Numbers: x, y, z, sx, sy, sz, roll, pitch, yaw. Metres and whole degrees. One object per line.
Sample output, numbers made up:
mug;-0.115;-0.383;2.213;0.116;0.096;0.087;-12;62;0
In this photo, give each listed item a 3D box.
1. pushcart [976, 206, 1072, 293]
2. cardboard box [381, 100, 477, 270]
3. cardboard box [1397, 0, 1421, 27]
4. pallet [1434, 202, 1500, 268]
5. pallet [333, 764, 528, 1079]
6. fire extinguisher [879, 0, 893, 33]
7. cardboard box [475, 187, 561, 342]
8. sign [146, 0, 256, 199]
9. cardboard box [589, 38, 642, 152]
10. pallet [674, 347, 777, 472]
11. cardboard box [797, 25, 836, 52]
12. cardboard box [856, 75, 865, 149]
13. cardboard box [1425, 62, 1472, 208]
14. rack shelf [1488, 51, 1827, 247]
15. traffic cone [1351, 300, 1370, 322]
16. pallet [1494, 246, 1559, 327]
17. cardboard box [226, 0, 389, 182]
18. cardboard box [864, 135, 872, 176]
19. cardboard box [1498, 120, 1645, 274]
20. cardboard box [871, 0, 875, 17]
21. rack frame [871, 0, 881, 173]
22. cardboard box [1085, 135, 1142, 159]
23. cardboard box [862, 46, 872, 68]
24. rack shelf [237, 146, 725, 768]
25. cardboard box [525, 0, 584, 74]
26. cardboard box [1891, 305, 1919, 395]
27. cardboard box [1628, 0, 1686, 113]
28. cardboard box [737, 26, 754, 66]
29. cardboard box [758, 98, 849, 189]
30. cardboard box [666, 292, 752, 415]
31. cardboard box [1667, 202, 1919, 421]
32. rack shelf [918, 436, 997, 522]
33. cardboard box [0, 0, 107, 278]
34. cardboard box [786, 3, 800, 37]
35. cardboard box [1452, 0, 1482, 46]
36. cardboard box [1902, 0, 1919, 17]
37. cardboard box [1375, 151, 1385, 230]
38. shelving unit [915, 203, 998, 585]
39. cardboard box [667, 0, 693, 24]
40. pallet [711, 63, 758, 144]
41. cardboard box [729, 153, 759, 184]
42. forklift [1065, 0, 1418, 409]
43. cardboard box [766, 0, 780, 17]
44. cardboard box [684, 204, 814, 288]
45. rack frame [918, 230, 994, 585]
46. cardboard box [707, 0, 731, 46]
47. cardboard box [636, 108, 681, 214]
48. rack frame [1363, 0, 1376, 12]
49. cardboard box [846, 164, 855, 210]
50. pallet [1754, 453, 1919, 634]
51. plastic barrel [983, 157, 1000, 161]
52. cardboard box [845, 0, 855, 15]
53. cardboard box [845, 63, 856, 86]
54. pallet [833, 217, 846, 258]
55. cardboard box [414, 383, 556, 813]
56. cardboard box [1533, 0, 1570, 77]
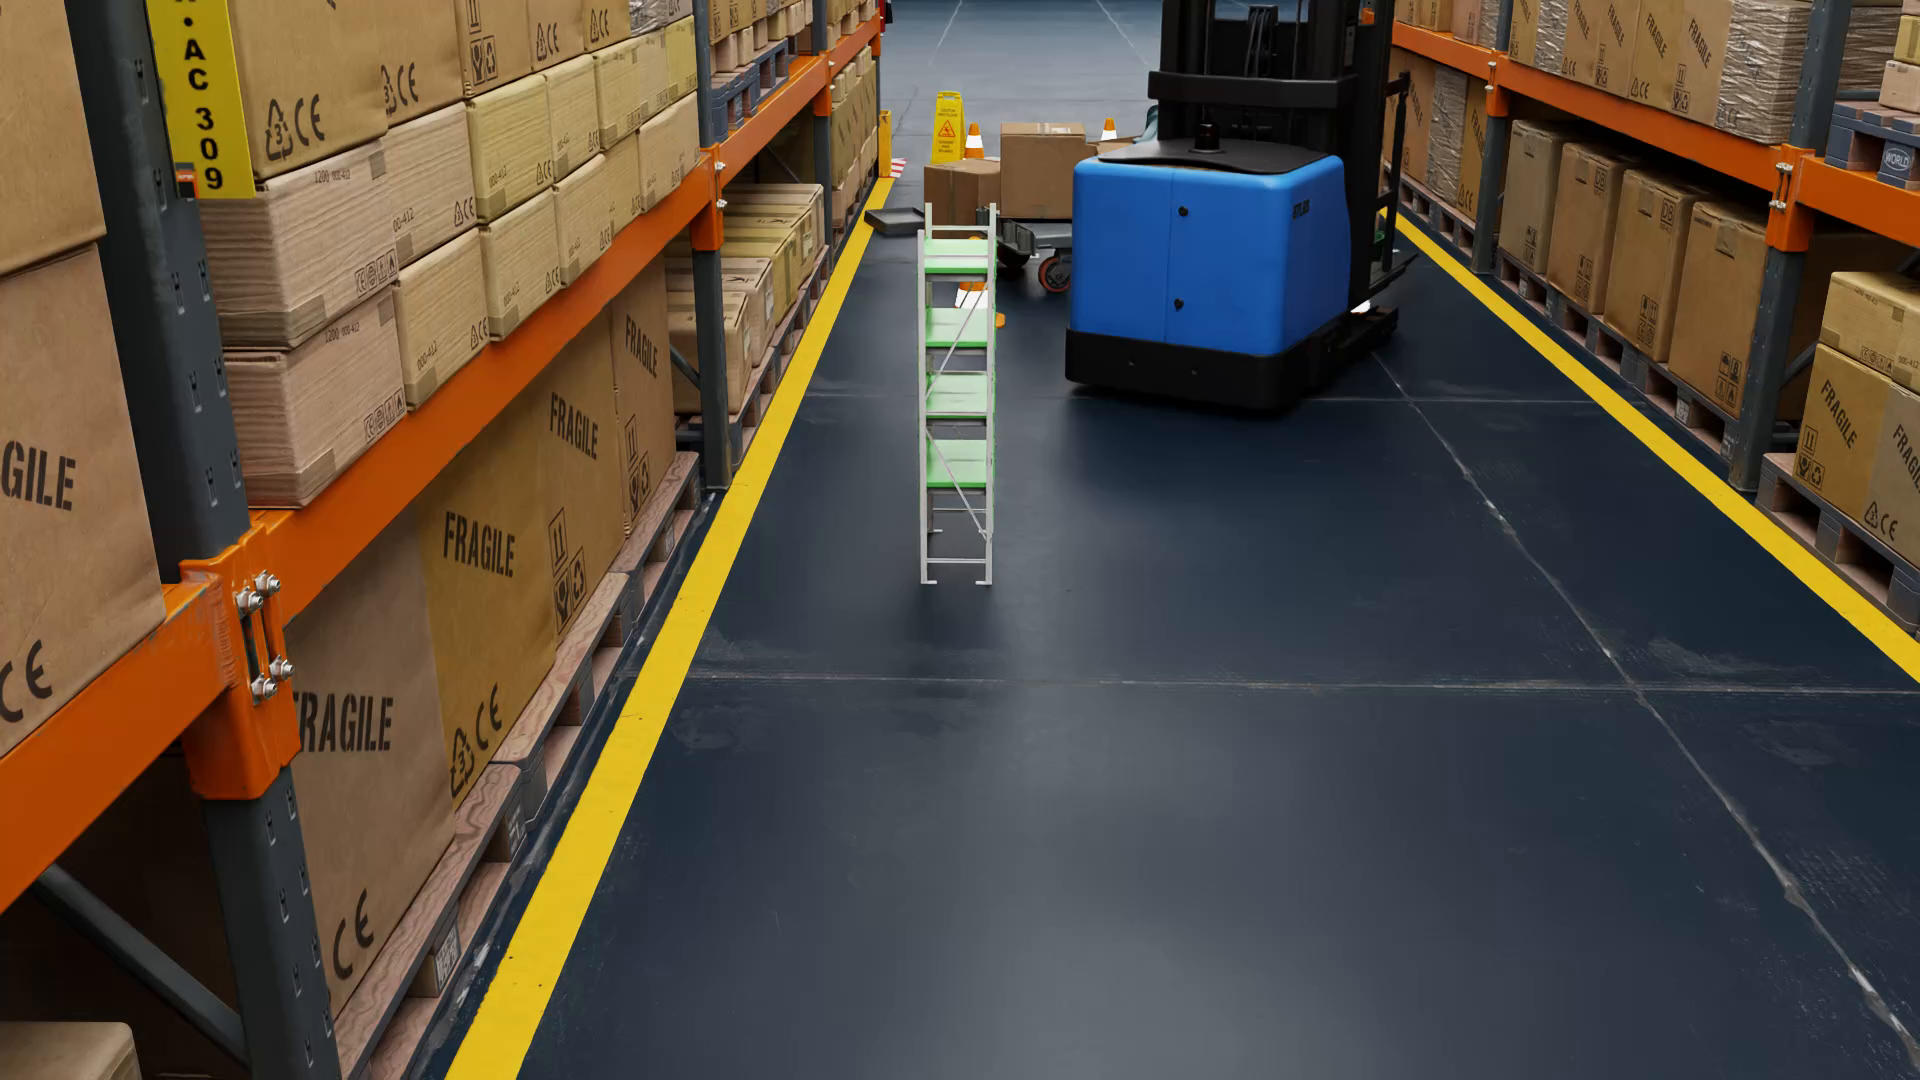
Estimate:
pushcart;0.995;-1.829;10.220;1.648;0.377;0.936;-7;22;-17
cardboard box;-1.246;-0.674;3.134;0.500;0.250;0.500;1;21;2
cardboard box;3.684;-4.022;12.040;0.875;0.550;0.550;1;21;2
pallet;3.767;-2.014;10.929;1.003;0.211;1.213;1;21;2
pallet;-1.581;0.855;3.535;1.003;0.211;1.213;1;21;2
fire extinguisher;-0.700;-4.505;13.599;0.296;0.674;0.183;1;21;2
cardboard box;-1.206;-0.624;3.698;0.500;0.250;0.500;0;21;1
sign;-0.974;-0.601;2.124;0.100;0.325;0.005;1;21;2
cardboard box;-1.175;-1.226;4.559;0.500;0.250;0.500;0;21;0
pallet;-1.382;-0.594;7.269;1.003;0.211;1.213;1;21;2
cardboard box;-0.955;-3.051;10.094;0.380;0.149;0.250;1;21;1
cardboard box;-0.962;-3.104;12.067;0.500;0.500;0.500;0;21;0
cardboard box;3.778;-2.798;11.450;0.875;0.875;0.875;1;21;2
rack shelf;3.605;-1.982;7.984;1.077;0.370;4.000;1;21;2
traffic cone;2.115;-1.389;8.970;0.336;0.463;0.334;1;21;2
pallet;3.717;-1.460;9.501;1.003;0.211;1.213;1;21;2
cardboard box;-1.228;-0.834;2.512;0.500;0.500;0.500;1;21;2
cardboard box;-0.943;-2.936;12.669;0.500;0.250;0.500;1;21;2
cardboard box;3.736;-1.962;9.468;1.050;0.750;0.750;1;21;1
cardboard box;-0.858;-4.157;12.943;0.380;0.149;0.250;0;21;1
rack frame;-1.164;-4.504;13.491;1.000;3.000;0.127;1;21;2
cardboard box;1.313;-2.678;12.234;0.797;0.503;0.637;-16;26;-35
cardboard box;-0.871;-3.644;12.562;0.380;0.149;0.250;1;21;3
rack shelf;-1.468;-0.553;4.303;1.077;0.370;4.000;1;21;2
cardboard box;-1.213;-1.387;3.936;0.500;0.500;0.500;0;21;1
cardboard box;3.265;-0.544;5.123;0.500;0.250;0.500;0;21;1
cardboard box;3.321;-2.167;7.330;0.500;0.500;0.500;0;21;1
cardboard box;-1.086;-2.106;7.075;0.380;0.149;0.250;1;21;2
cardboard box;-0.998;-2.532;10.592;0.500;0.500;0.500;2;21;4
cardboard box;-1.380;-0.787;6.962;0.950;0.372;0.625;-1;21;-2
cardboard box;3.652;-0.960;6.886;1.050;0.750;0.750;0;21;1
rack shelf;-0.005;-0.216;5.768;0.258;0.148;0.480;1;21;2
cardboard box;-1.267;-0.505;1.663;0.500;0.500;0.500;0;21;1
cardboard box;-1.027;-2.667;8.522;0.380;0.149;0.250;1;21;2
cardboard box;3.659;-3.443;10.548;0.875;0.550;0.550;1;21;2
cardboard box;3.336;-1.783;5.423;0.380;0.149;0.250;1;21;2
cardboard box;2.687;-2.449;11.645;0.500;0.500;0.500;4;22;11
shelving unit;-0.005;-0.500;5.658;0.258;1.200;0.503;1;21;2
cardboard box;-1.161;-1.935;5.348;0.500;0.500;0.500;0;21;0
pallet;-1.492;-1.781;6.738;1.213;0.211;1.003;1;21;2
cardboard box;-1.536;-2.539;10.609;0.500;0.500;0.500;0;21;1
forklift;1.653;-2.431;8.242;1.130;2.935;3.031;11;24;27
cardboard box;-1.121;-2.714;7.748;0.500;0.500;0.500;0;21;0
cardboard box;-1.317;-1.579;9.004;0.950;0.372;0.625;2;21;5
rack frame;-0.012;-0.411;5.430;0.240;1.200;0.015;1;21;2
cardboard box;-1.162;-2.153;6.301;0.500;0.500;0.500;0;21;0
cardboard box;-1.163;-1.171;5.108;0.500;0.250;0.500;1;21;3
rack frame;3.787;-4.487;13.445;1.000;3.000;0.127;1;21;2
cardboard box;-0.993;-2.376;11.225;0.500;0.250;0.500;2;21;5
pallet;3.519;-0.011;5.767;1.003;0.211;1.213;1;21;2
plastic barrel;0.287;-2.540;11.990;0.512;0.421;0.421;18;27;38
cardboard box;-0.973;-3.763;11.030;0.500;0.500;0.500;0;21;1
cardboard box;-0.915;-3.162;11.319;0.380;0.149;0.250;2;21;5
pallet;-1.300;-2.001;10.895;1.003;0.211;1.213;1;21;2
cardboard box;-1.570;0.077;4.039;0.875;0.875;0.875;1;21;3
cardboard box;3.366;-2.717;8.747;0.500;0.500;0.500;1;21;2
